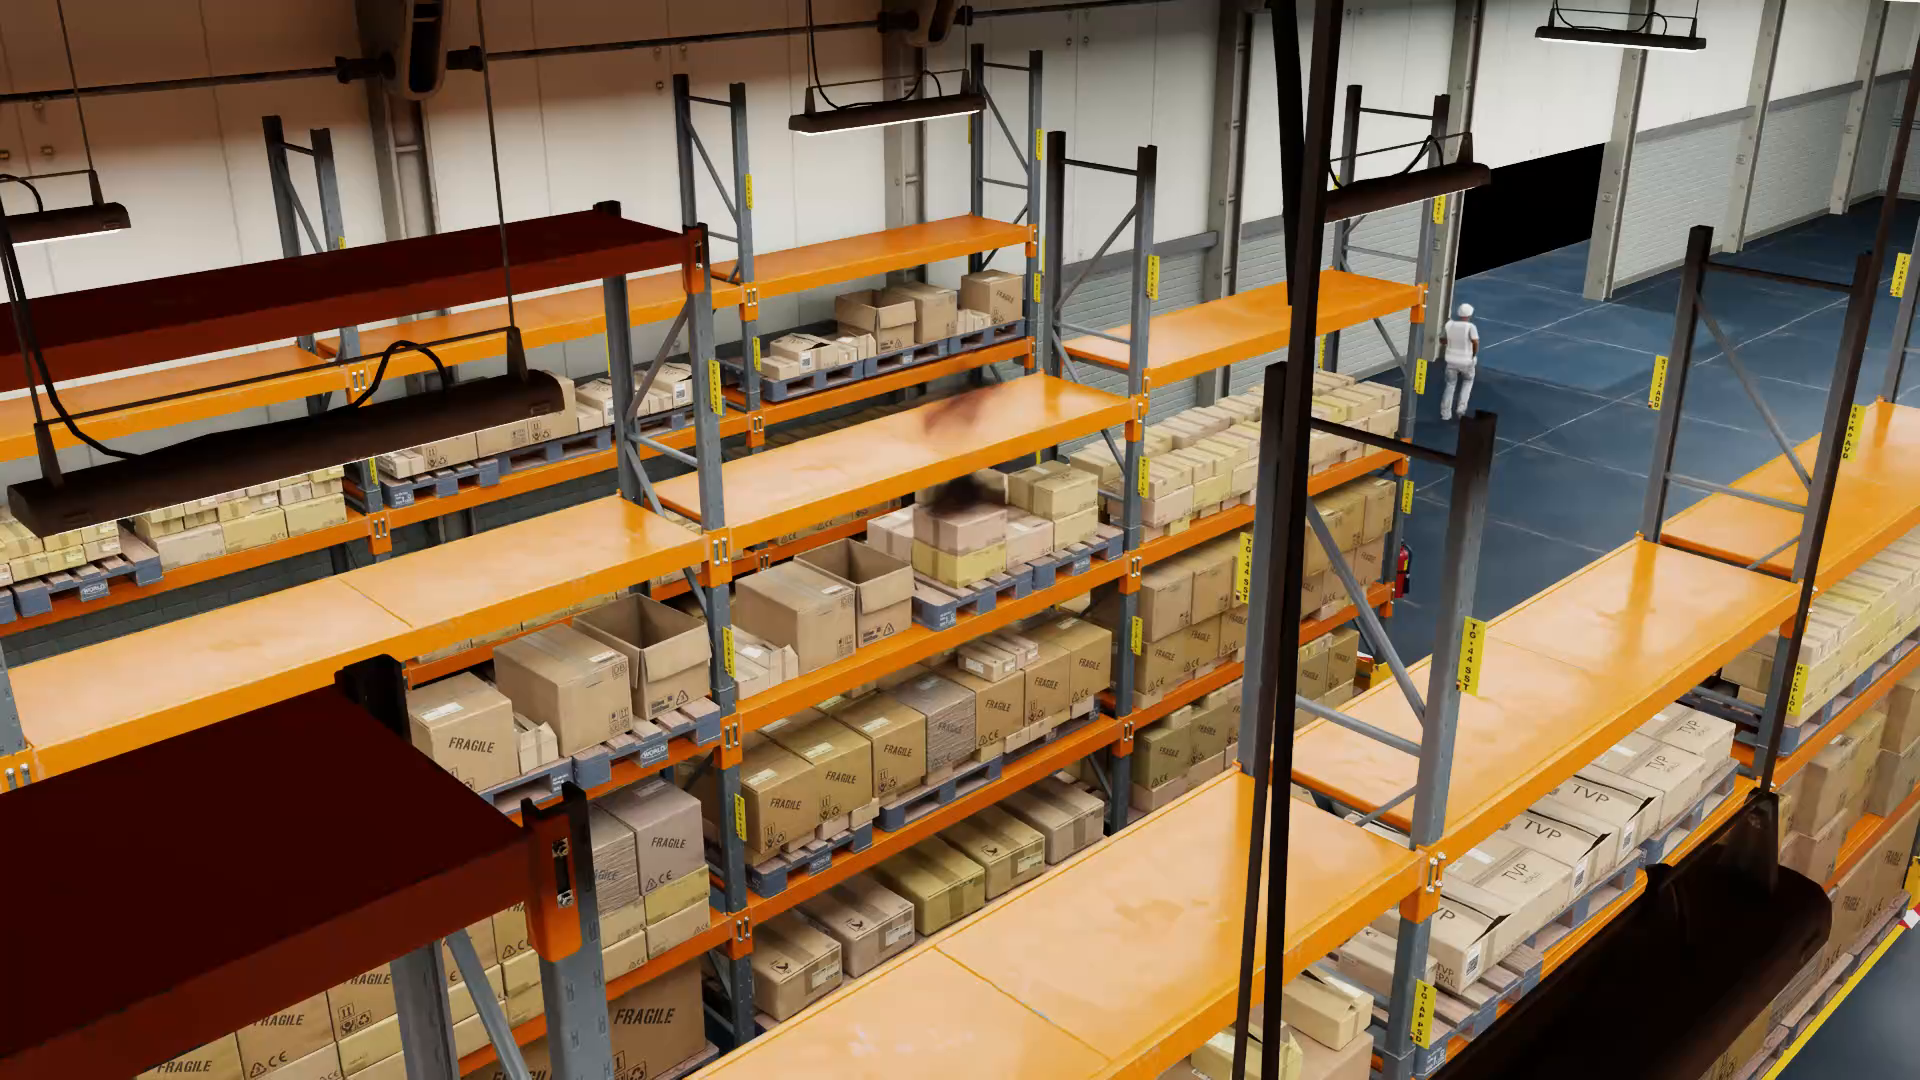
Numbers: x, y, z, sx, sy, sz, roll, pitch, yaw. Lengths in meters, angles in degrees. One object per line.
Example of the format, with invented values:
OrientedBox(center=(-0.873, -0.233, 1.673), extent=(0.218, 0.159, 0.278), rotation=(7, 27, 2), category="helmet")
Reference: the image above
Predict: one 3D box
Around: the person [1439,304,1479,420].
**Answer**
OrientedBox(center=(7.504, -2.664, 25.013), extent=(0.666, 1.821, 0.748), rotation=(14, 26, 30), category="person")
